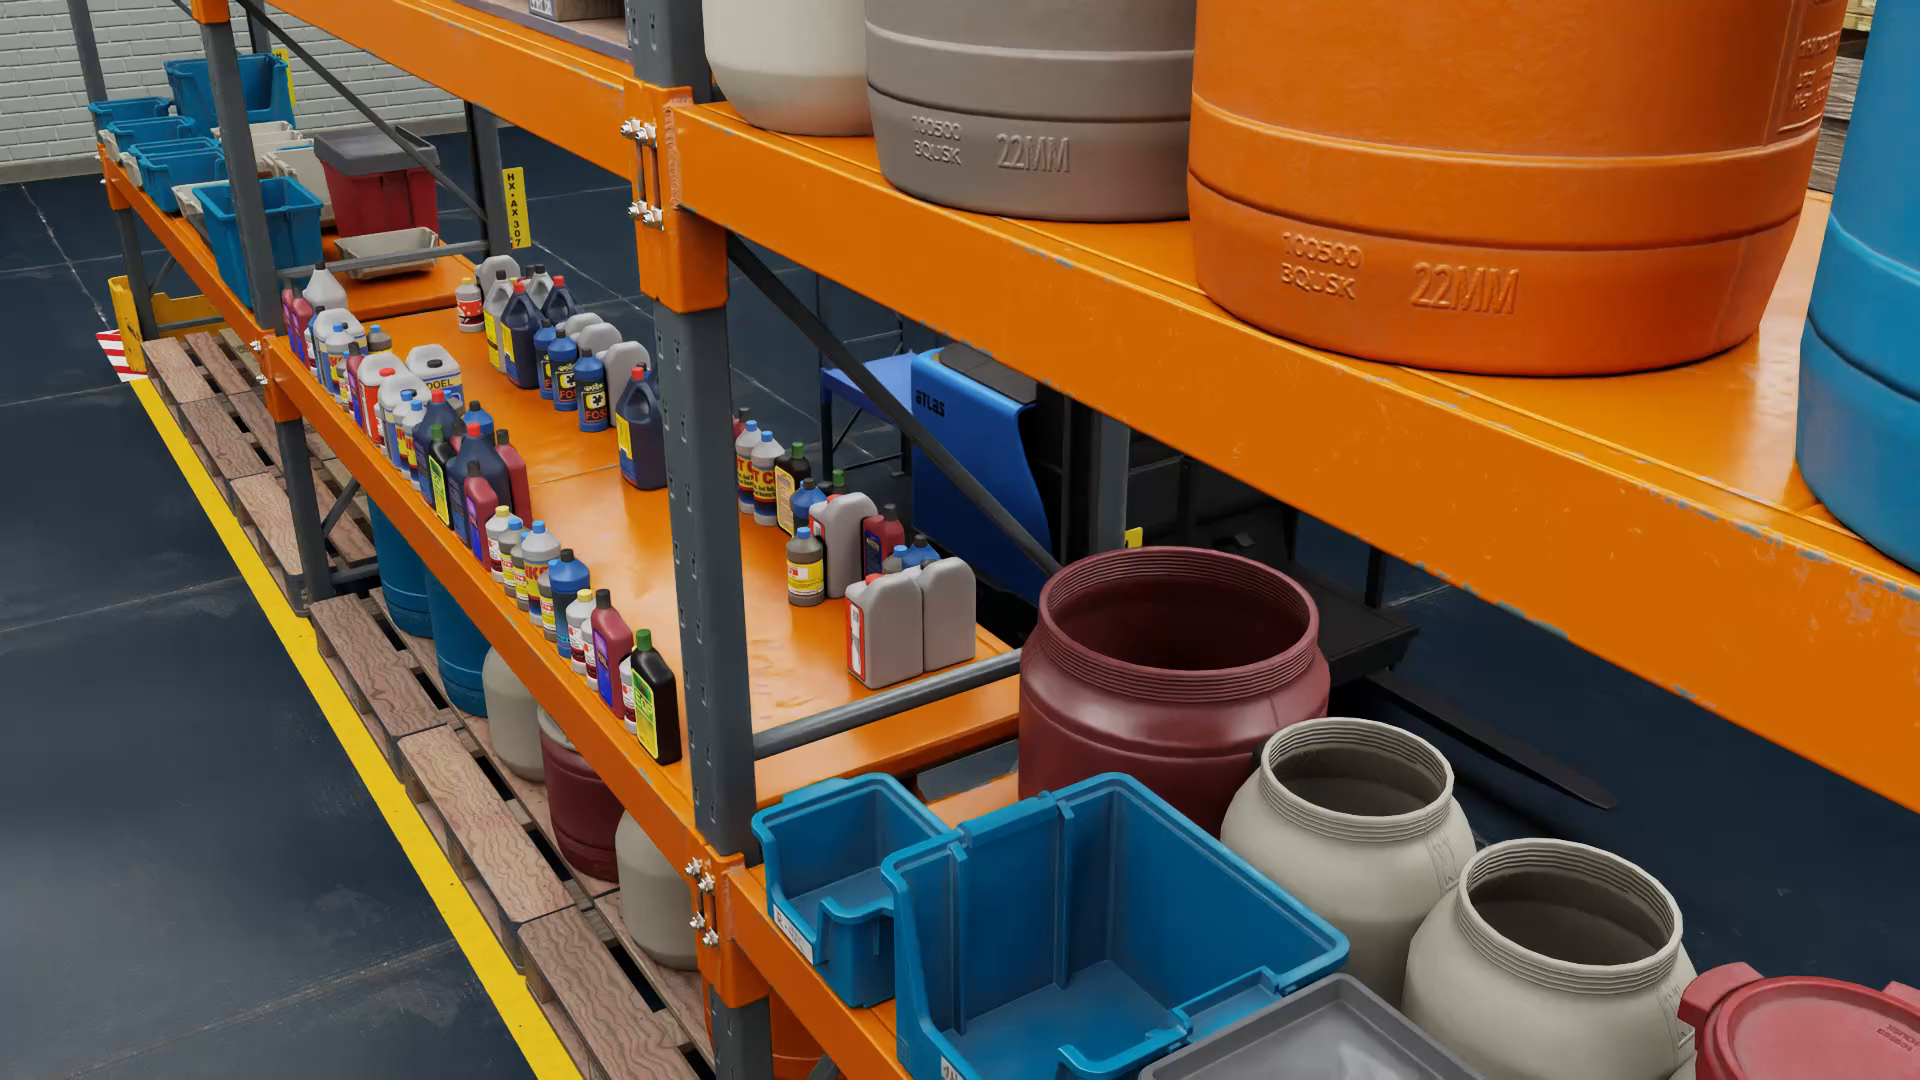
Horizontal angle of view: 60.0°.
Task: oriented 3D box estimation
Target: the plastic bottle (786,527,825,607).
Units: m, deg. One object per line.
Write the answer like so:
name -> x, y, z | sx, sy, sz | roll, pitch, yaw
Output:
plastic bottle -> -0.403, 0.064, 4.333 | 0.097, 0.201, 0.097 | 0, 25, 0

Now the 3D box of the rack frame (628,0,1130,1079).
rack frame -> -0.088, 0.333, 3.530 | 0.949, 2.616, 0.053 | -16, 29, -30

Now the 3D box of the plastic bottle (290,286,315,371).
plastic bottle -> -2.359, -0.766, 5.995 | 0.061, 0.283, 0.133 | -16, 29, -30

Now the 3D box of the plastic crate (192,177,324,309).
plastic crate -> -2.815, -1.204, 6.735 | 0.392, 0.384, 0.575 | -16, 29, -30

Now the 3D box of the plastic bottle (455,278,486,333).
plastic bottle -> -1.883, -0.905, 6.387 | 0.097, 0.201, 0.097 | 0, 25, 0

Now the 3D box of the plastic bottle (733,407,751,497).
plastic bottle -> -0.649, -0.267, 4.939 | 0.061, 0.283, 0.133 | -16, 29, -30

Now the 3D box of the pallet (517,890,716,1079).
pallet -> -0.556, 1.323, 4.701 | 1.003, 0.211, 1.213 | -16, 29, -30

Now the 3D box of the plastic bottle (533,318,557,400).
plastic bottle -> -1.408, -0.626, 5.713 | 0.097, 0.271, 0.097 | 0, 25, 0

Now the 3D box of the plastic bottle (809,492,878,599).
plastic bottle -> -0.309, -0.005, 4.393 | 0.152, 0.276, 0.135 | -16, 29, -30

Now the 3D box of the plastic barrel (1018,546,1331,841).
plastic barrel -> 0.416, 0.368, 3.298 | 0.600, 0.536, 0.708 | -16, 29, -30

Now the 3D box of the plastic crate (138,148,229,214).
plastic crate -> -3.717, -1.735, 8.038 | 0.416, 0.233, 0.300 | -16, 29, -30

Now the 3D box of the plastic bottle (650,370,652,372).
plastic bottle -> -0.949, -0.464, 5.356 | 0.061, 0.283, 0.133 | -16, 29, -30

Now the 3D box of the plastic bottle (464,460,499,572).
plastic bottle -> -1.293, -0.067, 4.515 | 0.061, 0.283, 0.133 | -16, 29, -30

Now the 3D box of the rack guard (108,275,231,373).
rack guard -> -4.482, -1.403, 10.135 | 1.175, 0.500, 0.348 | -16, 29, -30

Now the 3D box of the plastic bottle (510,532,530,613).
plastic bottle -> -1.109, 0.076, 4.307 | 0.097, 0.201, 0.097 | 0, 25, 0

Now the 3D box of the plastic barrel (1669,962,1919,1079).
plastic barrel -> 1.117, 0.893, 2.186 | 0.433, 0.535, 0.433 | 0, 25, 0

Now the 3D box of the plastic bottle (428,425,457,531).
plastic bottle -> -1.467, -0.181, 4.757 | 0.061, 0.283, 0.133 | -16, 29, -30

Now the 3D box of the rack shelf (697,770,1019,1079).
rack shelf -> 1.001, 1.375, 2.167 | 1.077, 0.370, 4.000 | -16, 29, -30

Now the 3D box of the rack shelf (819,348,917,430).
rack shelf -> -0.175, -0.624, 7.737 | 0.538, 0.185, 1.000 | -16, 30, -30

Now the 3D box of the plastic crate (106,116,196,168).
plastic crate -> -4.240, -2.078, 8.765 | 0.416, 0.233, 0.300 | -16, 29, -30

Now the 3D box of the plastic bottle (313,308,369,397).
plastic bottle -> -2.141, -0.655, 5.770 | 0.152, 0.276, 0.135 | -16, 29, -30

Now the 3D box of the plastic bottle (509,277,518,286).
plastic bottle -> -1.702, -0.906, 6.388 | 0.097, 0.201, 0.097 | 0, 25, 0

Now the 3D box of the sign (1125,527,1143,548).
sign -> 0.366, 0.130, 3.771 | 0.100, 0.325, 0.005 | -16, 29, -30

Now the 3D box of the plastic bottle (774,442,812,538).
plastic bottle -> -0.470, -0.150, 4.690 | 0.061, 0.283, 0.133 | -16, 29, -30

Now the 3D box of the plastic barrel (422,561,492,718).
plastic barrel -> -1.605, 0.114, 5.961 | 0.600, 0.901, 0.708 | -16, 29, -30

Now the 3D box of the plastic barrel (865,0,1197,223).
plastic barrel -> 0.176, -0.905, 2.052 | 0.600, 0.901, 0.600 | 0, 25, 0

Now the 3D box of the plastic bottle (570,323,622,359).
plastic bottle -> -1.240, -0.616, 5.686 | 0.152, 0.276, 0.135 | -16, 29, -30

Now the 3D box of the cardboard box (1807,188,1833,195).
cardboard box -> 3.315, -1.164, 6.585 | 0.500, 0.500, 0.500 | -16, 30, -30

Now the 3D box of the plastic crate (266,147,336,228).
plastic crate -> -2.954, -1.659, 7.820 | 0.437, 0.282, 0.530 | -16, 29, -30

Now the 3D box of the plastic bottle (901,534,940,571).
plastic bottle -> -0.097, 0.114, 4.145 | 0.097, 0.271, 0.097 | 0, 25, 0

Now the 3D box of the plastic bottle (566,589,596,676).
plastic bottle -> -0.896, 0.216, 4.012 | 0.097, 0.201, 0.097 | 0, 25, 0

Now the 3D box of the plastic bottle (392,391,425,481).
plastic bottle -> -1.669, -0.322, 5.069 | 0.097, 0.271, 0.097 | 0, 25, 0

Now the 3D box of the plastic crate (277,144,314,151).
plastic crate -> -3.122, -1.804, 8.183 | 0.416, 0.233, 0.300 | -16, 29, -30

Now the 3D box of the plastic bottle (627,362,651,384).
plastic bottle -> -1.006, -0.434, 5.306 | 0.097, 0.271, 0.097 | 0, 25, 0

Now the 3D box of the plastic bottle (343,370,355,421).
plastic bottle -> -1.995, -0.504, 5.537 | 0.097, 0.201, 0.097 | 0, 25, 0

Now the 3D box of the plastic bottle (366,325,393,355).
plastic bottle -> -2.047, -0.657, 5.861 | 0.097, 0.201, 0.097 | 0, 25, 0

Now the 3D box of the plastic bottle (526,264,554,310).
plastic bottle -> -1.499, -0.822, 6.035 | 0.144, 0.351, 0.185 | -16, 29, -30

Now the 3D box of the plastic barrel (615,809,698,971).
plastic barrel -> -0.755, 0.917, 4.716 | 0.421, 0.512, 0.421 | 0, 25, 0

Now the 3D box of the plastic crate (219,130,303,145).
plastic crate -> -3.715, -2.079, 8.878 | 0.396, 0.136, 0.243 | -16, 29, -30

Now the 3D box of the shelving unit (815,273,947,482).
shelving unit -> -0.175, -0.787, 7.660 | 0.538, 1.500, 1.048 | -16, 30, -30

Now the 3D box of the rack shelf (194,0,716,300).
rack shelf -> -1.183, -1.412, 4.557 | 1.077, 0.370, 4.000 | -16, 29, -30

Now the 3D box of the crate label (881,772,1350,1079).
crate label -> 0.225, 0.736, 2.635 | 0.502, 0.435, 0.616 | -16, 29, -30

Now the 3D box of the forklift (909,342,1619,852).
forklift -> 1.022, -0.721, 5.845 | 1.130, 2.935, 3.031 | -16, 30, -30

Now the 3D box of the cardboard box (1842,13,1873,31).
cardboard box -> 5.916, -3.333, 10.751 | 0.380, 0.149, 0.250 | -15, 29, -29

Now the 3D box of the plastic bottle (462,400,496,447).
plastic bottle -> -1.442, -0.286, 4.993 | 0.097, 0.271, 0.097 | 0, 25, 0

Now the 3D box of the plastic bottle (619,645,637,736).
plastic bottle -> -0.717, 0.333, 3.763 | 0.097, 0.201, 0.097 | 0, 25, 0

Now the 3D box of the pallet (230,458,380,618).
pallet -> -2.708, -0.090, 7.693 | 1.003, 0.211, 1.213 | -16, 29, -30
